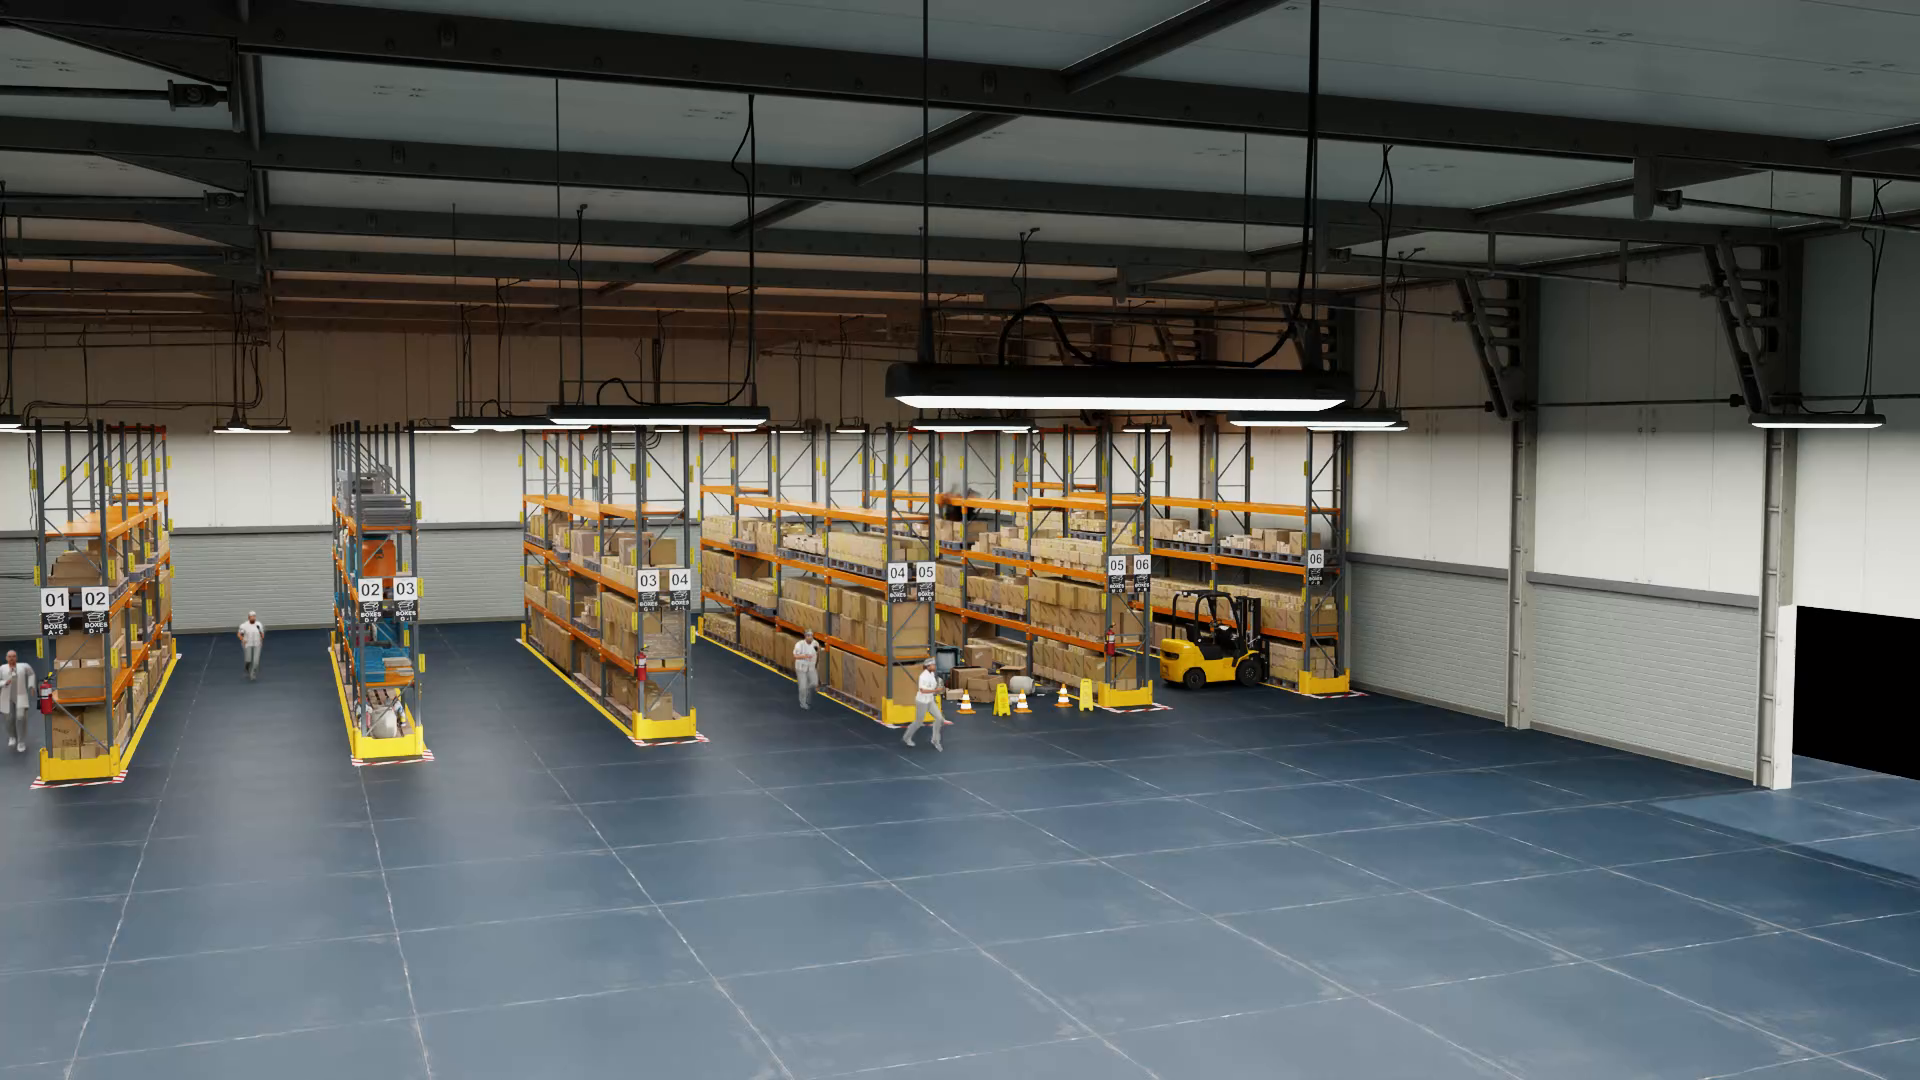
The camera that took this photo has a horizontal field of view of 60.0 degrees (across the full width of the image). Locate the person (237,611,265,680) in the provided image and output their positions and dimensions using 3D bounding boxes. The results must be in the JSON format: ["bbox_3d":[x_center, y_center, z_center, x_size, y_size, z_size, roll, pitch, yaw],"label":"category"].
[{"bbox_3d":[-16.546,2.480,38.886,0.581,1.621,0.536,-2,4,-34],"label":"person"}]

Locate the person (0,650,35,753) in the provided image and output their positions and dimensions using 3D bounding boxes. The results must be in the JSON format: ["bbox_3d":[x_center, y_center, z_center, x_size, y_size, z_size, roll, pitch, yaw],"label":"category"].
[{"bbox_3d":[-17.282,2.929,30.377,0.672,1.842,0.863,-2,4,-27],"label":"person"}]

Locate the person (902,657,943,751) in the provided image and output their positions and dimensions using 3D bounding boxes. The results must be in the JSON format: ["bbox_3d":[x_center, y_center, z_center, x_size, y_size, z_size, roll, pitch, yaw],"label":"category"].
[{"bbox_3d":[-0.674,2.991,30.399,0.845,1.734,0.599,2,4,24],"label":"person"}]

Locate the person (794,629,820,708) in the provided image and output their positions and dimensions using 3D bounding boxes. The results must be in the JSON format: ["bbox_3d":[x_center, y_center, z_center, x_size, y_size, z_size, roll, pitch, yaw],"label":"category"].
[{"bbox_3d":[-3.173,2.685,34.782,0.653,1.704,0.786,-2,4,-23],"label":"person"}]
